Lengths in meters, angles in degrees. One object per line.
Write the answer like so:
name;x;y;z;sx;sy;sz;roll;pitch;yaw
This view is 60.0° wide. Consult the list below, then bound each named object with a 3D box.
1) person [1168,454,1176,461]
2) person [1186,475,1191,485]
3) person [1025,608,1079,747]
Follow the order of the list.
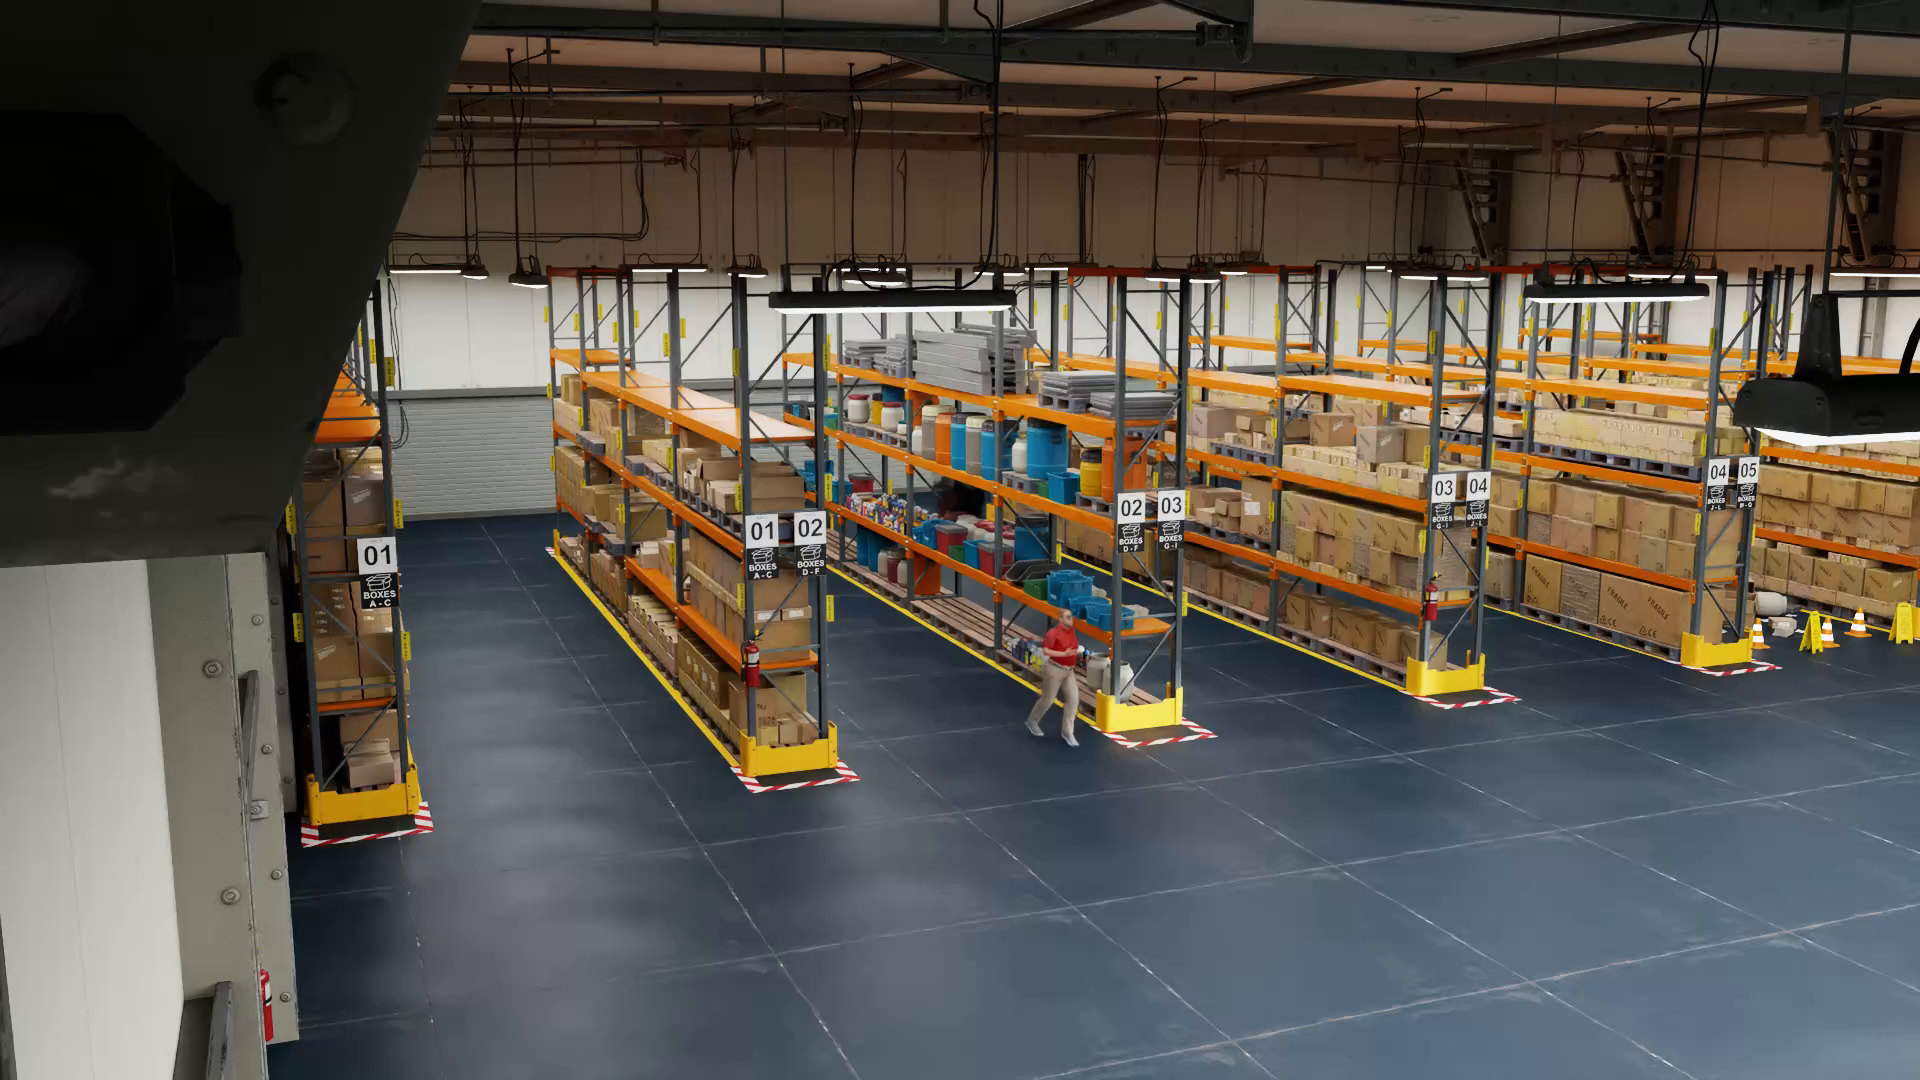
person;5.319;-1.613;41.312;0.613;1.593;0.626;-7;12;-37
person;4.731;-0.564;35.005;0.576;1.639;0.912;-5;11;-24
person;1.286;1.765;21.643;0.662;1.791;0.807;-9;13;-42
